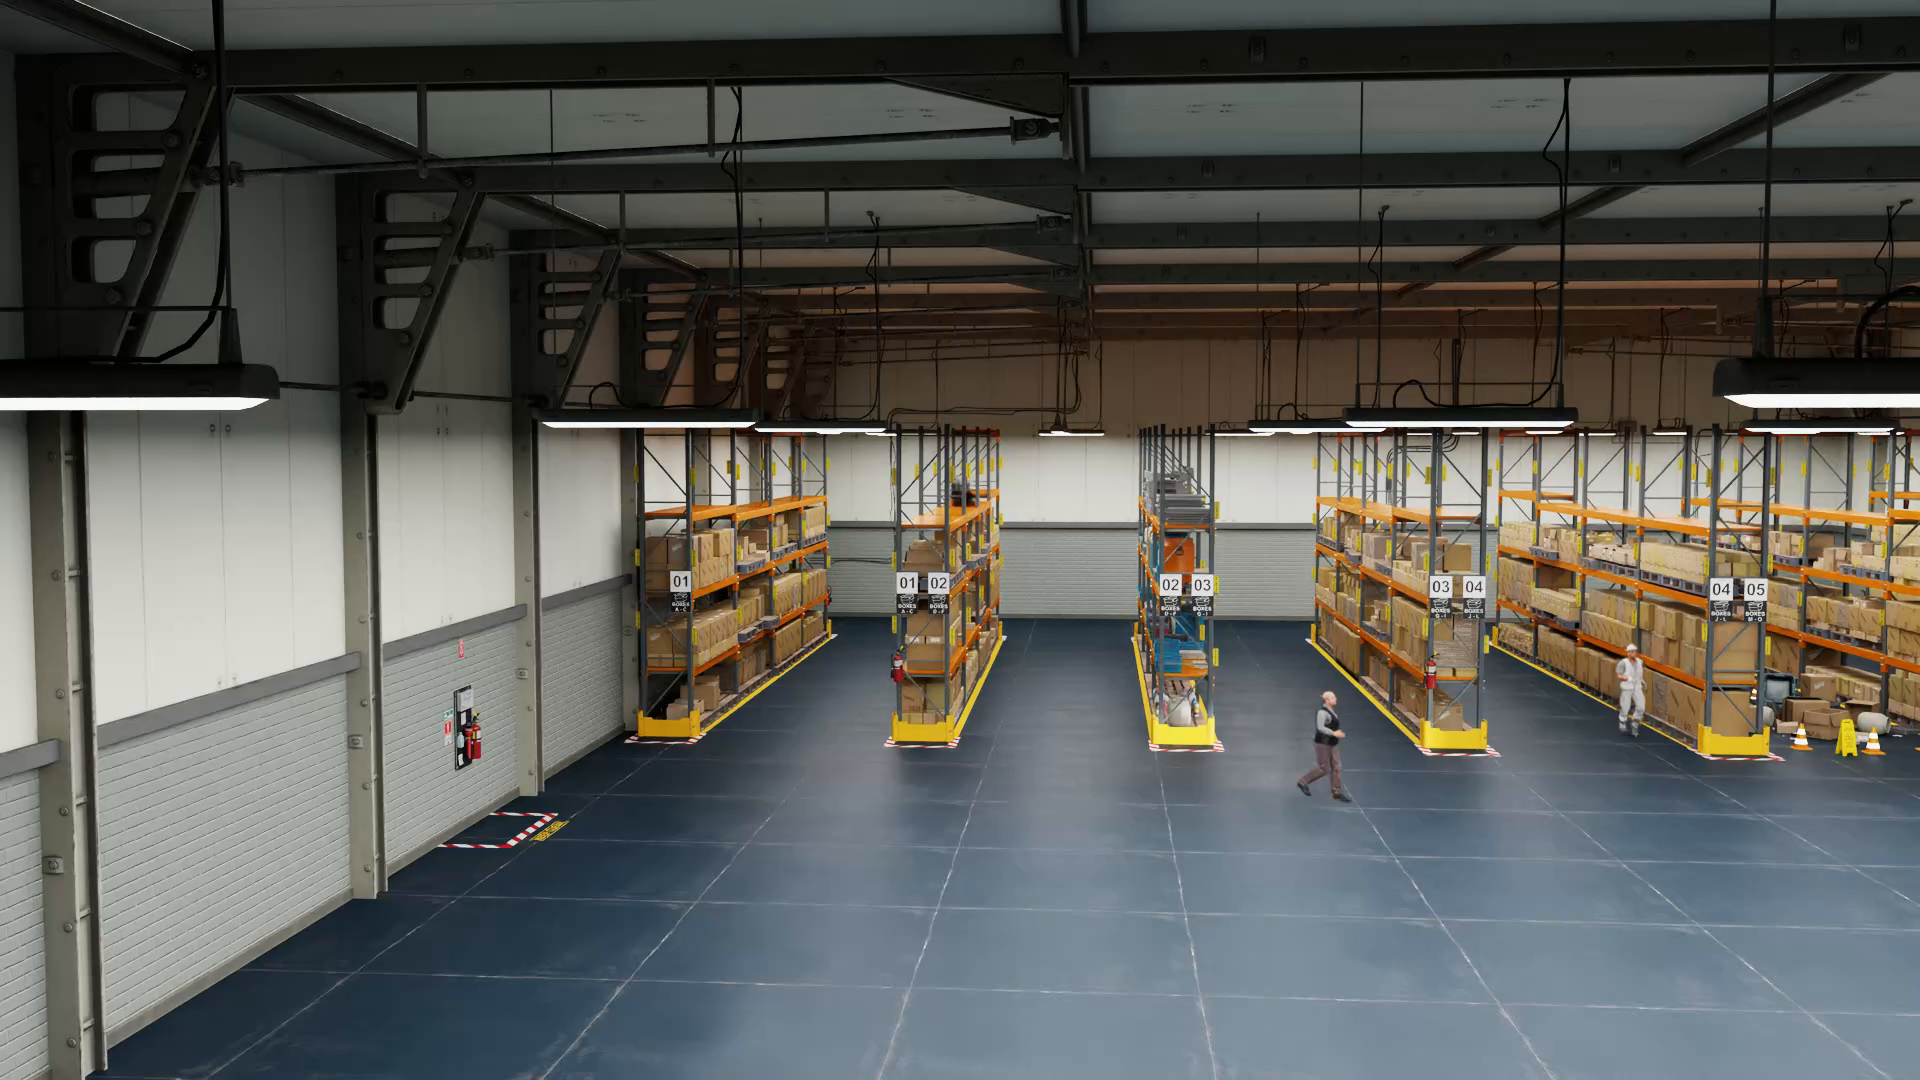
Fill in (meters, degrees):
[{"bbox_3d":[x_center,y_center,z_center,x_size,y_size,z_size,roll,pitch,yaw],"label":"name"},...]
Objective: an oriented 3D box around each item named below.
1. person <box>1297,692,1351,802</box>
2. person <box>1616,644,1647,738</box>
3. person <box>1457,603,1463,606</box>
[{"bbox_3d":[5.782,3.259,26.333,0.846,1.739,0.680,2,4,28],"label":"person"},{"bbox_3d":[12.888,2.891,31.872,0.643,1.796,0.805,0,3,2],"label":"person"},{"bbox_3d":[13.540,2.054,46.169,0.582,1.717,0.744,-3,4,-38],"label":"person"}]
